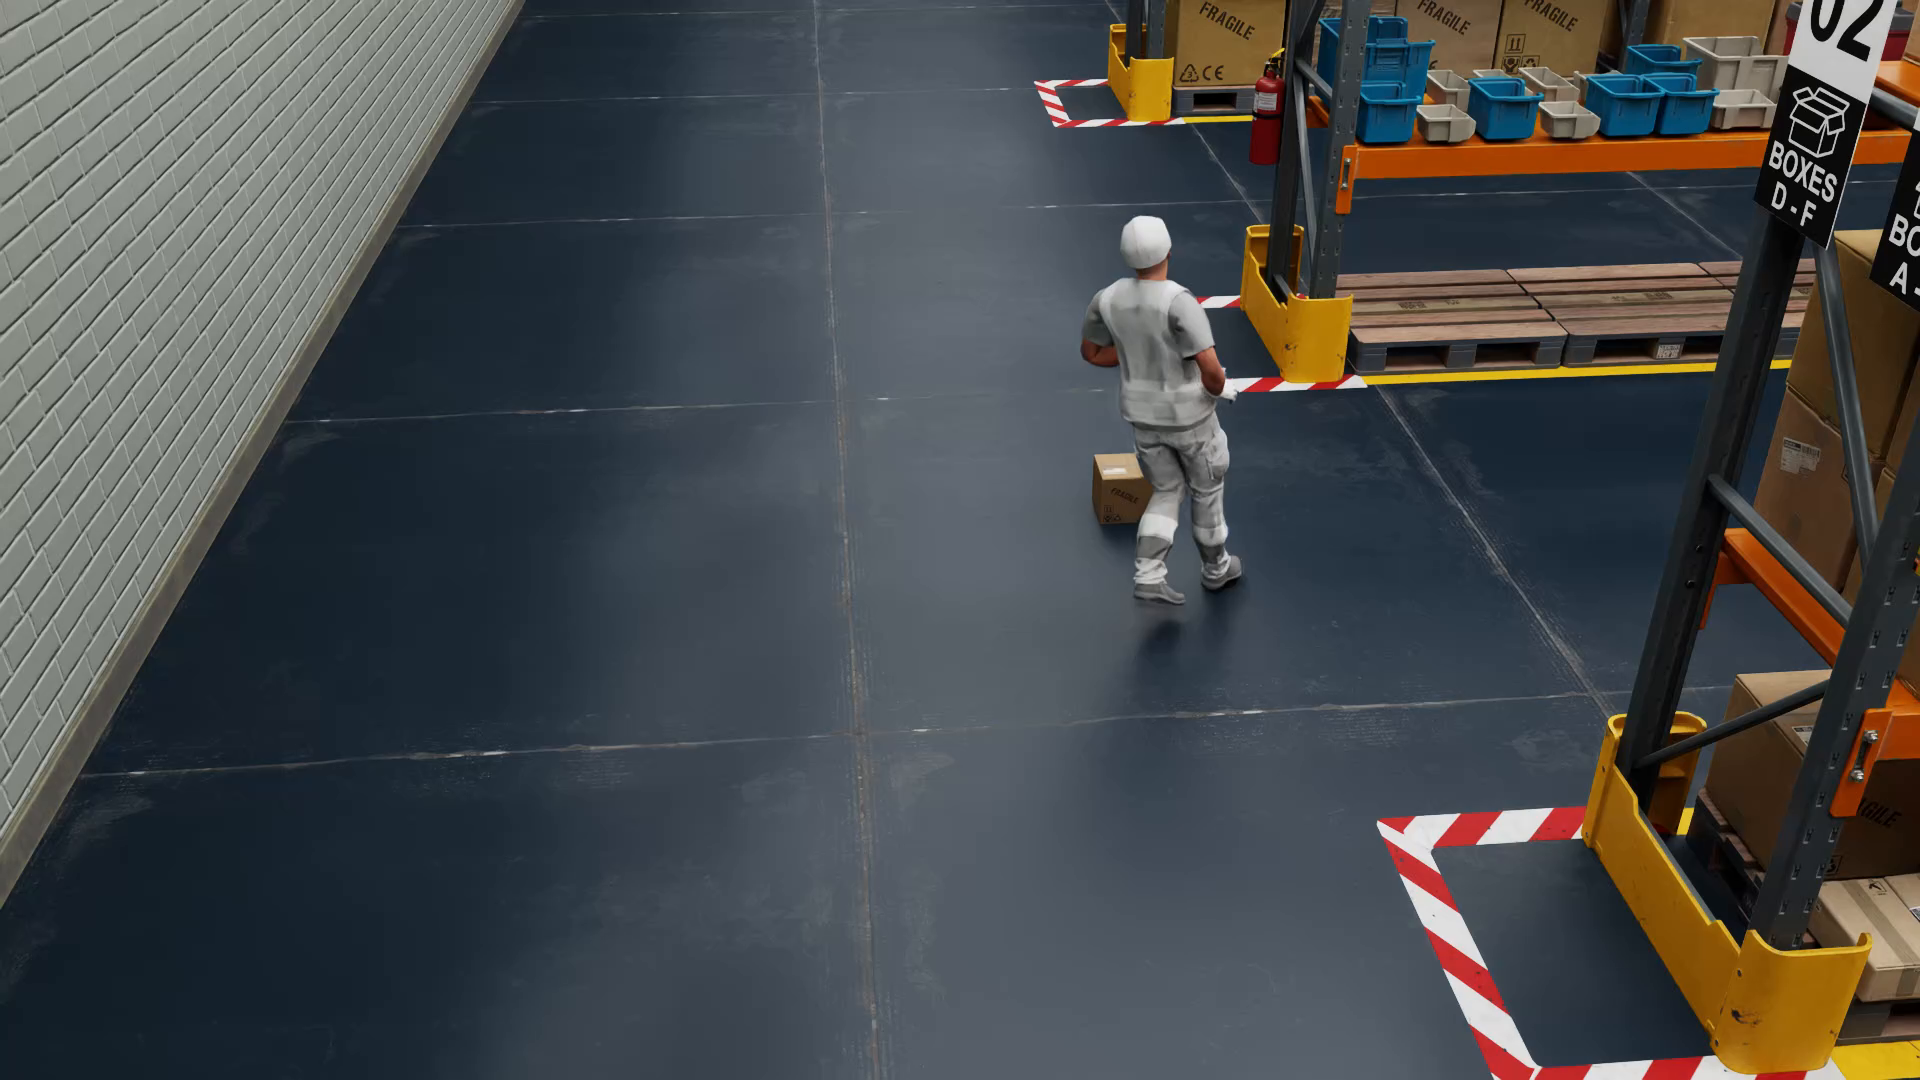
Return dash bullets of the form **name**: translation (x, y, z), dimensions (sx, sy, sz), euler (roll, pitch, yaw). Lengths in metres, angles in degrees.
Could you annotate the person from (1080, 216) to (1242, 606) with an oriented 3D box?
- **person**: translation (0.856, -0.548, 7.043), dimensions (0.679, 1.754, 0.757), euler (18, 35, 27)
